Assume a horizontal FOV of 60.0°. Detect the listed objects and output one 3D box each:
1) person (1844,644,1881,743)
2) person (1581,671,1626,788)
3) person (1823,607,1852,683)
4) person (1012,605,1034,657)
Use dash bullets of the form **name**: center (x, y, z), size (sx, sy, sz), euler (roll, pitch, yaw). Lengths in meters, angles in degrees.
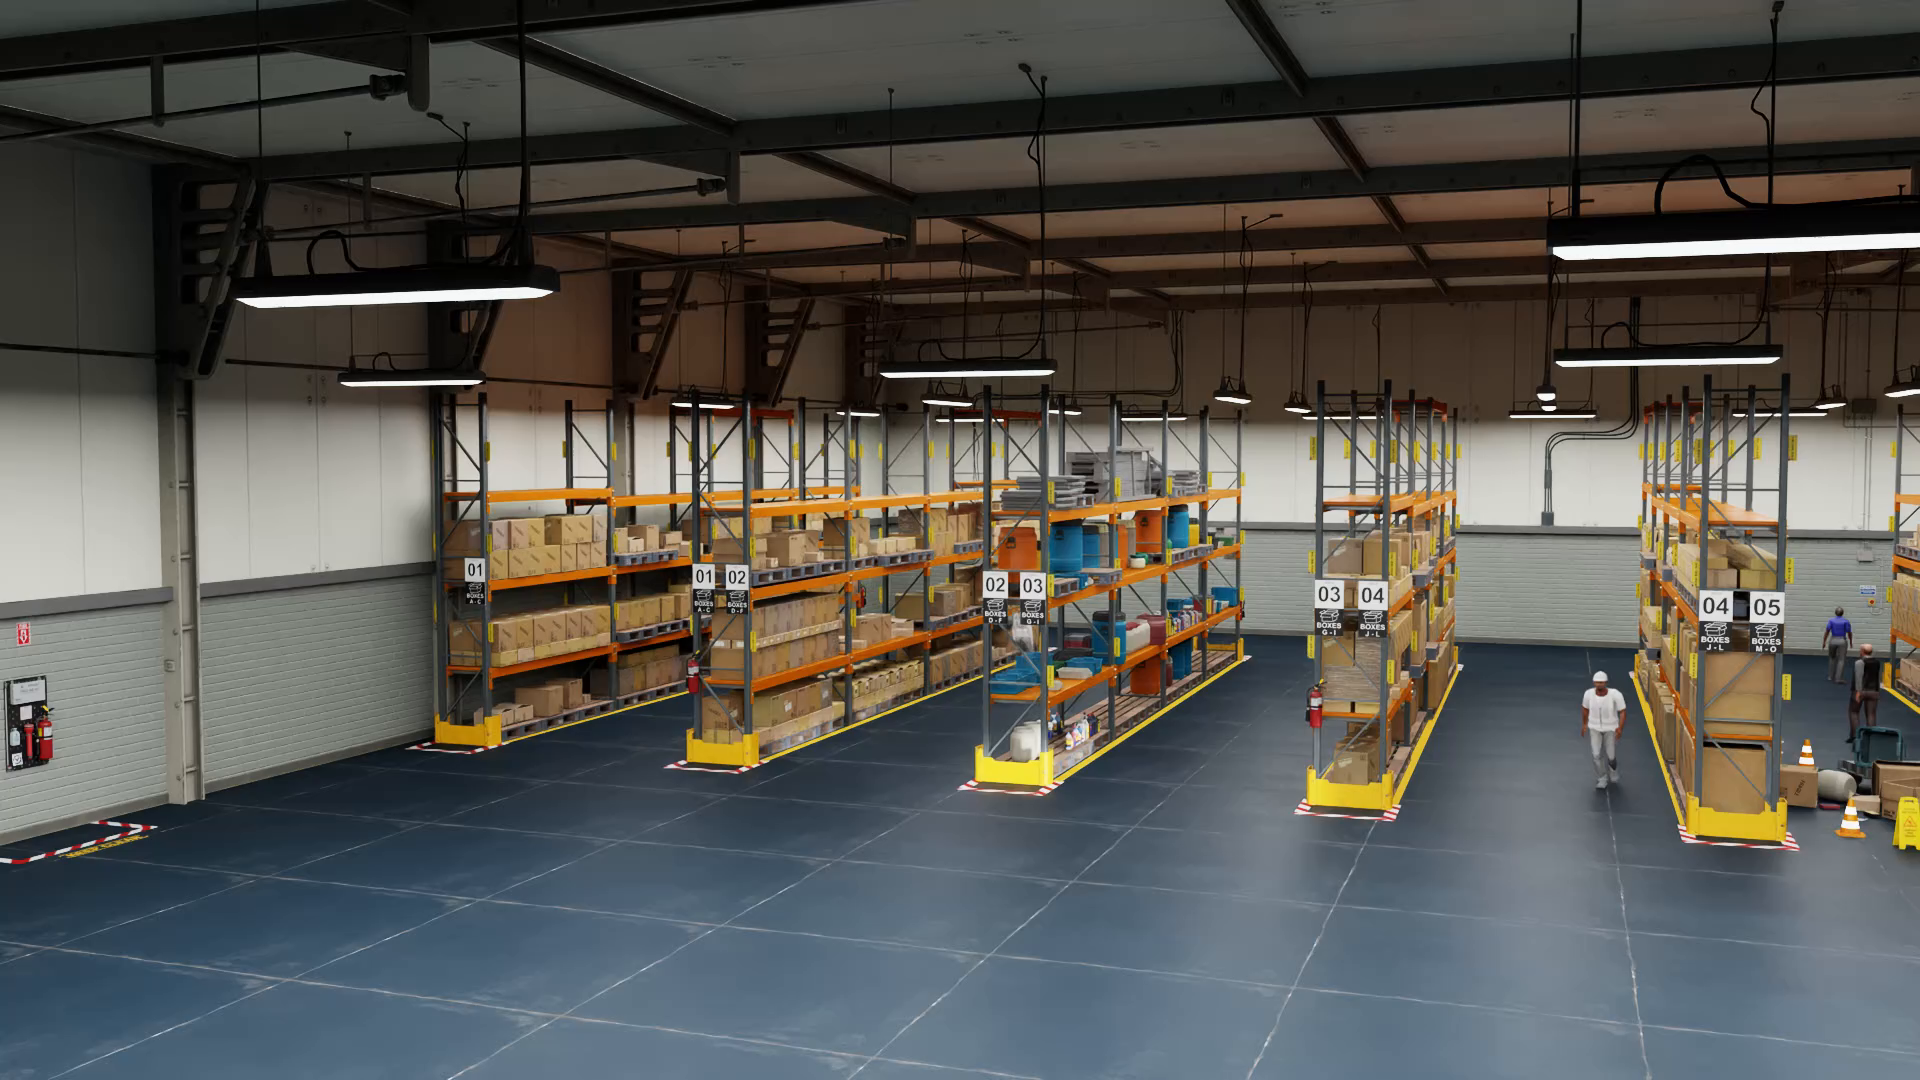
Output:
- **person**: center (15.469, 2.657, 28.355), size (0.518, 1.761, 0.624), euler (0, 3, 9)
- **person**: center (9.625, 2.813, 24.839), size (0.636, 1.740, 0.678), euler (2, 4, 33)
- **person**: center (19.036, 2.264, 36.074), size (0.552, 1.635, 0.688), euler (2, 4, 37)
- **person**: center (1.366, 2.088, 35.656), size (0.529, 1.616, 0.562), euler (2, 4, 33)
